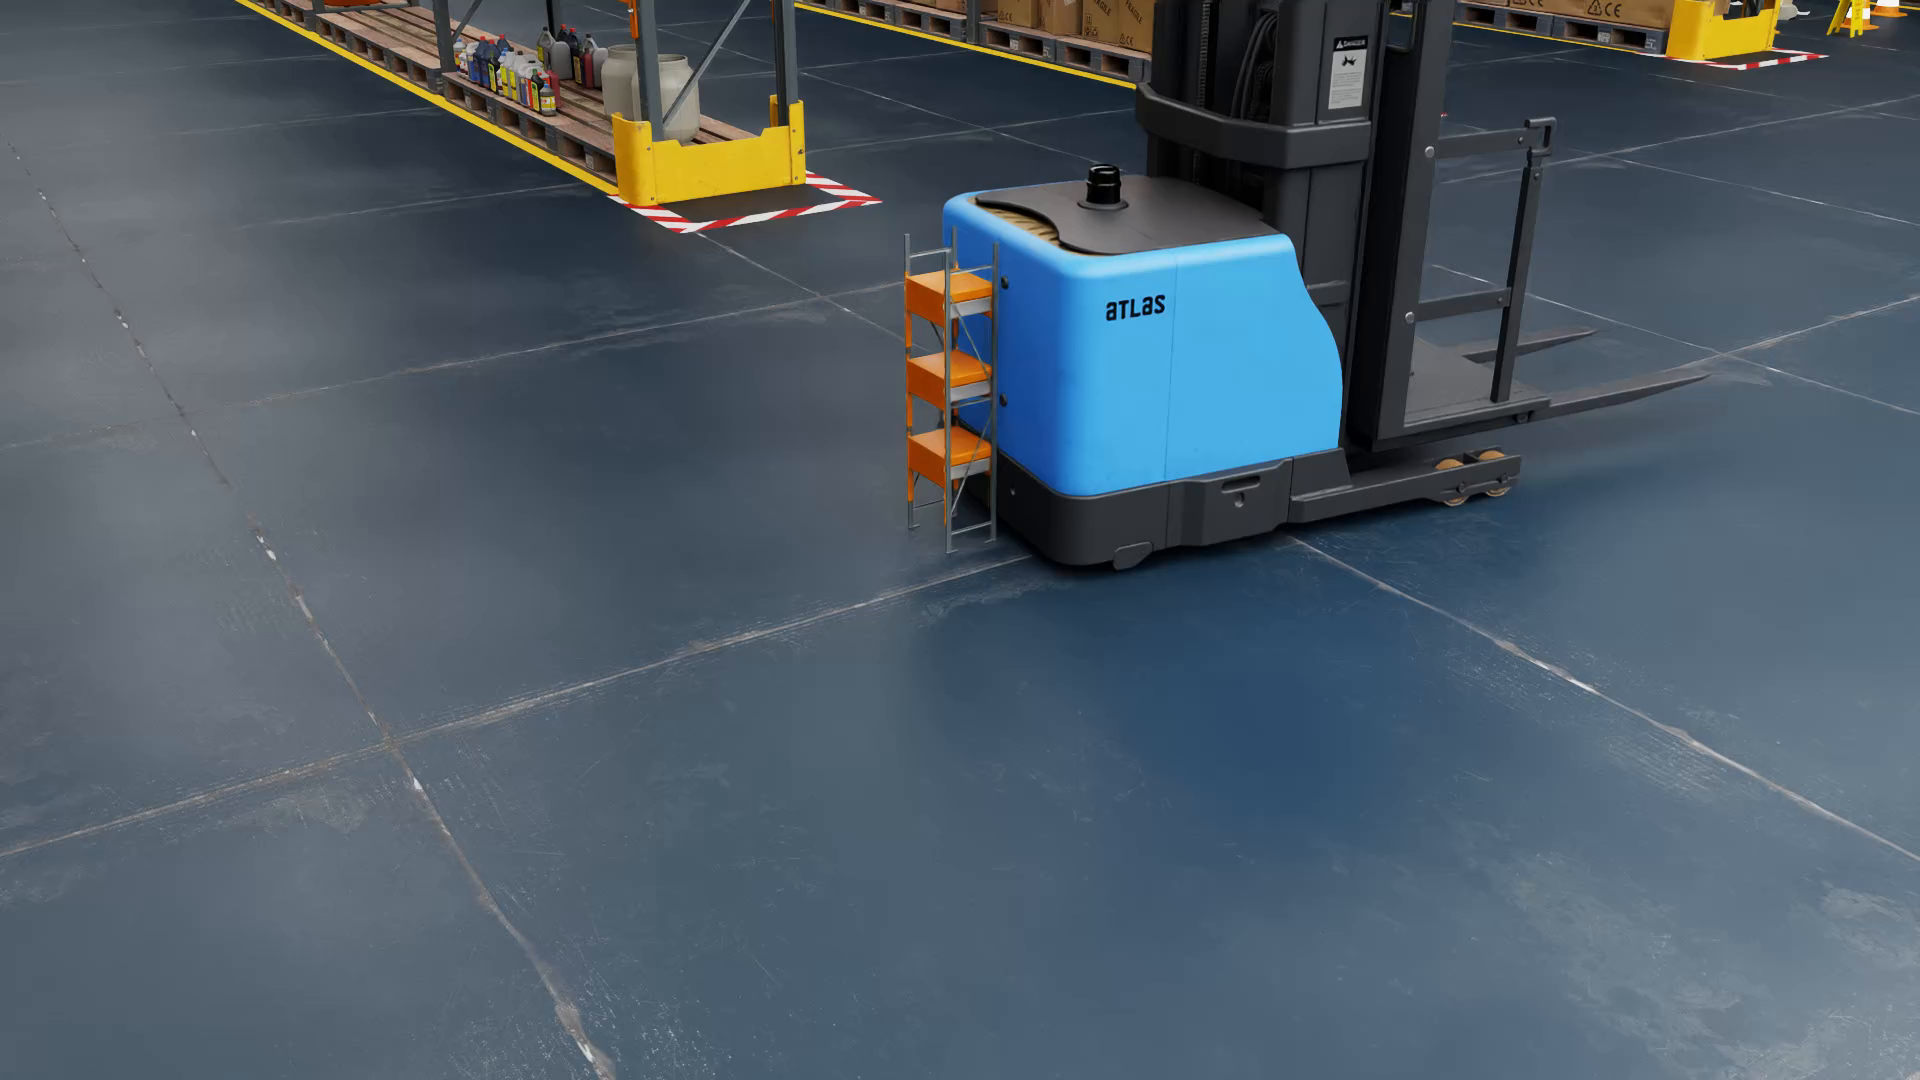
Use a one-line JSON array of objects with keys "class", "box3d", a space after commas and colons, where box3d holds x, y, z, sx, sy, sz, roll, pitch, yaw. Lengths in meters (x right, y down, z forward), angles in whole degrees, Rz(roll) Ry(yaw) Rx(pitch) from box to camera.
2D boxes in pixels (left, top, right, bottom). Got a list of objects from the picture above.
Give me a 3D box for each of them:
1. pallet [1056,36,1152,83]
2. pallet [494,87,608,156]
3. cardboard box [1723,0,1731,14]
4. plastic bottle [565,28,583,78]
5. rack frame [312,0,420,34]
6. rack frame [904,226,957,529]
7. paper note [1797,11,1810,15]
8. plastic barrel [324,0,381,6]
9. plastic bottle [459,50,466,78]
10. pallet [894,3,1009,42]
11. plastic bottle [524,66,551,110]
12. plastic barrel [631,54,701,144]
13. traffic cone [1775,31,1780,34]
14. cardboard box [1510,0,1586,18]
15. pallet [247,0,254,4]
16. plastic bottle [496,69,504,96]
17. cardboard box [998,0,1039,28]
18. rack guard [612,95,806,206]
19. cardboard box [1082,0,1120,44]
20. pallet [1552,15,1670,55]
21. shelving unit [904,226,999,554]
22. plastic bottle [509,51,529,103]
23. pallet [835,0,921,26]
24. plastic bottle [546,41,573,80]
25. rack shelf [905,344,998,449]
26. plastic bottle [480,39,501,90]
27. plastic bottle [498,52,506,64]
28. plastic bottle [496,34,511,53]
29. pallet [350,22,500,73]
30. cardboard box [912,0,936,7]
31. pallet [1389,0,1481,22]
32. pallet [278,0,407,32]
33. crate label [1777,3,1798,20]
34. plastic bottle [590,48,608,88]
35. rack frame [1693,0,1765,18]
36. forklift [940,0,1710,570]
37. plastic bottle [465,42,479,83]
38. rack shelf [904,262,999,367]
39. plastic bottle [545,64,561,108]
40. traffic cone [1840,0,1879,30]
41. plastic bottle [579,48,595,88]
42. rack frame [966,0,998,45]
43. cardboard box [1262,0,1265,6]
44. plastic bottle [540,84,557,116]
[{"class": "pallet", "box3d": [1.577, -4.188, 14.374, 1.003, 0.211, 1.213, -16, 29, -30]}, {"class": "pallet", "box3d": [-2.638, -3.016, 11.891, 1.003, 0.211, 1.213, -16, 29, -30]}, {"class": "cardboard box", "box3d": [7.917, -5.906, 17.671, 0.637, 0.503, 0.797, 7, 26, 15]}, {"class": "plastic bottle", "box3d": [-2.942, -3.733, 12.731, 0.144, 0.351, 0.185, -17, 30, -32]}, {"class": "rack frame", "box3d": [-5.823, -6.394, 15.781, 1.000, 3.000, 0.127, -16, 29, -30]}, {"class": "rack frame", "box3d": [-0.096, -0.538, 5.659, 0.200, 1.050, 0.008, -16, 29, -30]}, {"class": "paper note", "box3d": [8.813, -5.528, 17.424, 0.142, 0.019, 0.148, 18, 31, 33]}, {"class": "plastic barrel", "box3d": [-6.104, -5.774, 16.517, 0.600, 0.830, 0.708, -16, 29, -30]}, {"class": "plastic bottle", "box3d": [-3.777, -3.644, 12.719, 0.097, 0.201, 0.097, 0, 25, 0]}, {"class": "pallet", "box3d": [0.084, -5.135, 16.380, 1.003, 0.211, 1.213, -16, 29, -30]}, {"class": "plastic bottle", "box3d": [-2.940, -3.151, 11.587, 0.152, 0.276, 0.135, -15, 29, -29]}, {"class": "plastic barrel", "box3d": [-1.879, -2.815, 10.622, 0.421, 0.512, 0.421, 0, 25, 0]}, {"class": "traffic cone", "box3d": [7.805, -5.180, 16.181, 0.336, 0.463, 0.334, -16, 29, -30]}, {"class": "cardboard box", "box3d": [5.997, -5.577, 16.047, 0.875, 0.875, 0.875, -16, 30, -30]}, {"class": "pallet", "box3d": [-7.620, -6.278, 18.802, 1.003, 0.211, 1.213, -16, 29, -30]}, {"class": "plastic bottle", "box3d": [-3.309, -3.337, 12.068, 0.097, 0.201, 0.097, 0, 25, 0]}, {"class": "cardboard box", "box3d": [0.695, -5.025, 15.316, 0.500, 0.500, 0.500, -17, 30, -31]}, {"class": "rack guard", "box3d": [-1.537, -2.418, 10.288, 1.175, 0.500, 0.348, -16, 29, -30]}, {"class": "cardboard box", "box3d": [1.419, -4.618, 14.455, 0.500, 0.500, 0.500, -19, 31, -34]}, {"class": "pallet", "box3d": [6.403, -4.813, 15.699, 1.003, 0.211, 1.213, -16, 29, -30]}, {"class": "shelving unit", "box3d": [-0.029, -0.494, 5.566, 0.215, 1.050, 0.252, -16, 29, -30]}, {"class": "plastic bottle", "box3d": [-3.110, -3.293, 11.799, 0.144, 0.351, 0.185, -14, 29, -27]}, {"class": "pallet", "box3d": [-0.586, -5.572, 17.305, 1.003, 0.211, 1.213, -16, 29, -30]}, {"class": "plastic bottle", "box3d": [-3.052, -3.655, 12.654, 0.152, 0.276, 0.135, -16, 29, -30]}, {"class": "rack shelf", "box3d": [-0.029, -0.484, 5.571, 0.215, 0.259, 0.240, -16, 29, -30]}, {"class": "plastic bottle", "box3d": [-3.444, -3.511, 12.262, 0.144, 0.351, 0.185, -17, 30, -32]}, {"class": "plastic bottle", "box3d": [-3.332, -3.432, 12.186, 0.097, 0.271, 0.097, 0, 25, 0]}, {"class": "plastic bottle", "box3d": [-3.426, -3.613, 12.477, 0.144, 0.351, 0.185, -16, 29, -30]}, {"class": "pallet", "box3d": [-4.771, -4.411, 14.847, 1.003, 0.211, 1.213, -16, 29, -30]}, {"class": "cardboard box", "box3d": [-0.051, -5.586, 16.481, 0.700, 0.500, 0.500, -16, 29, -30]}, {"class": "pallet", "box3d": [5.071, -5.686, 17.548, 1.003, 0.211, 1.213, -16, 29, -30]}, {"class": "pallet", "box3d": [-6.288, -5.405, 16.953, 1.003, 0.211, 1.213, -16, 29, -30]}, {"class": "crate label", "box3d": [8.456, -5.441, 17.116, 0.298, 0.136, 0.250, 12, 28, 24]}, {"class": "plastic bottle", "box3d": [-2.680, -3.524, 12.377, 0.152, 0.276, 0.135, -15, 29, -29]}, {"class": "rack frame", "box3d": [6.905, -5.807, 14.537, 1.000, 3.000, 0.127, -16, 29, -30]}, {"class": "forklift", "box3d": [1.483, -1.639, 5.789, 3.031, 2.935, 1.130, -11, 28, -23]}, {"class": "plastic bottle", "box3d": [-3.633, -3.605, 12.548, 0.152, 0.276, 0.135, -14, 29, -28]}, {"class": "rack shelf", "box3d": [-0.029, -0.741, 5.450, 0.215, 0.259, 0.240, -16, 29, -30]}, {"class": "plastic bottle", "box3d": [-2.852, -3.180, 11.638, 0.061, 0.283, 0.133, -16, 29, -30]}, {"class": "traffic cone", "box3d": [8.937, -5.322, 16.482, 0.336, 0.463, 0.334, -16, 29, -30]}, {"class": "plastic bottle", "box3d": [-2.769, -3.503, 12.322, 0.061, 0.283, 0.133, -16, 29, -30]}, {"class": "rack frame", "box3d": [0.510, -6.118, 15.195, 1.000, 3.000, 0.127, -16, 29, -30]}, {"class": "cardboard box", "box3d": [2.367, -3.974, 13.090, 0.500, 0.500, 0.500, -10, 27, -20]}, {"class": "plastic bottle", "box3d": [-2.826, -3.021, 11.398, 0.097, 0.201, 0.097, 0, 25, 0]}]
